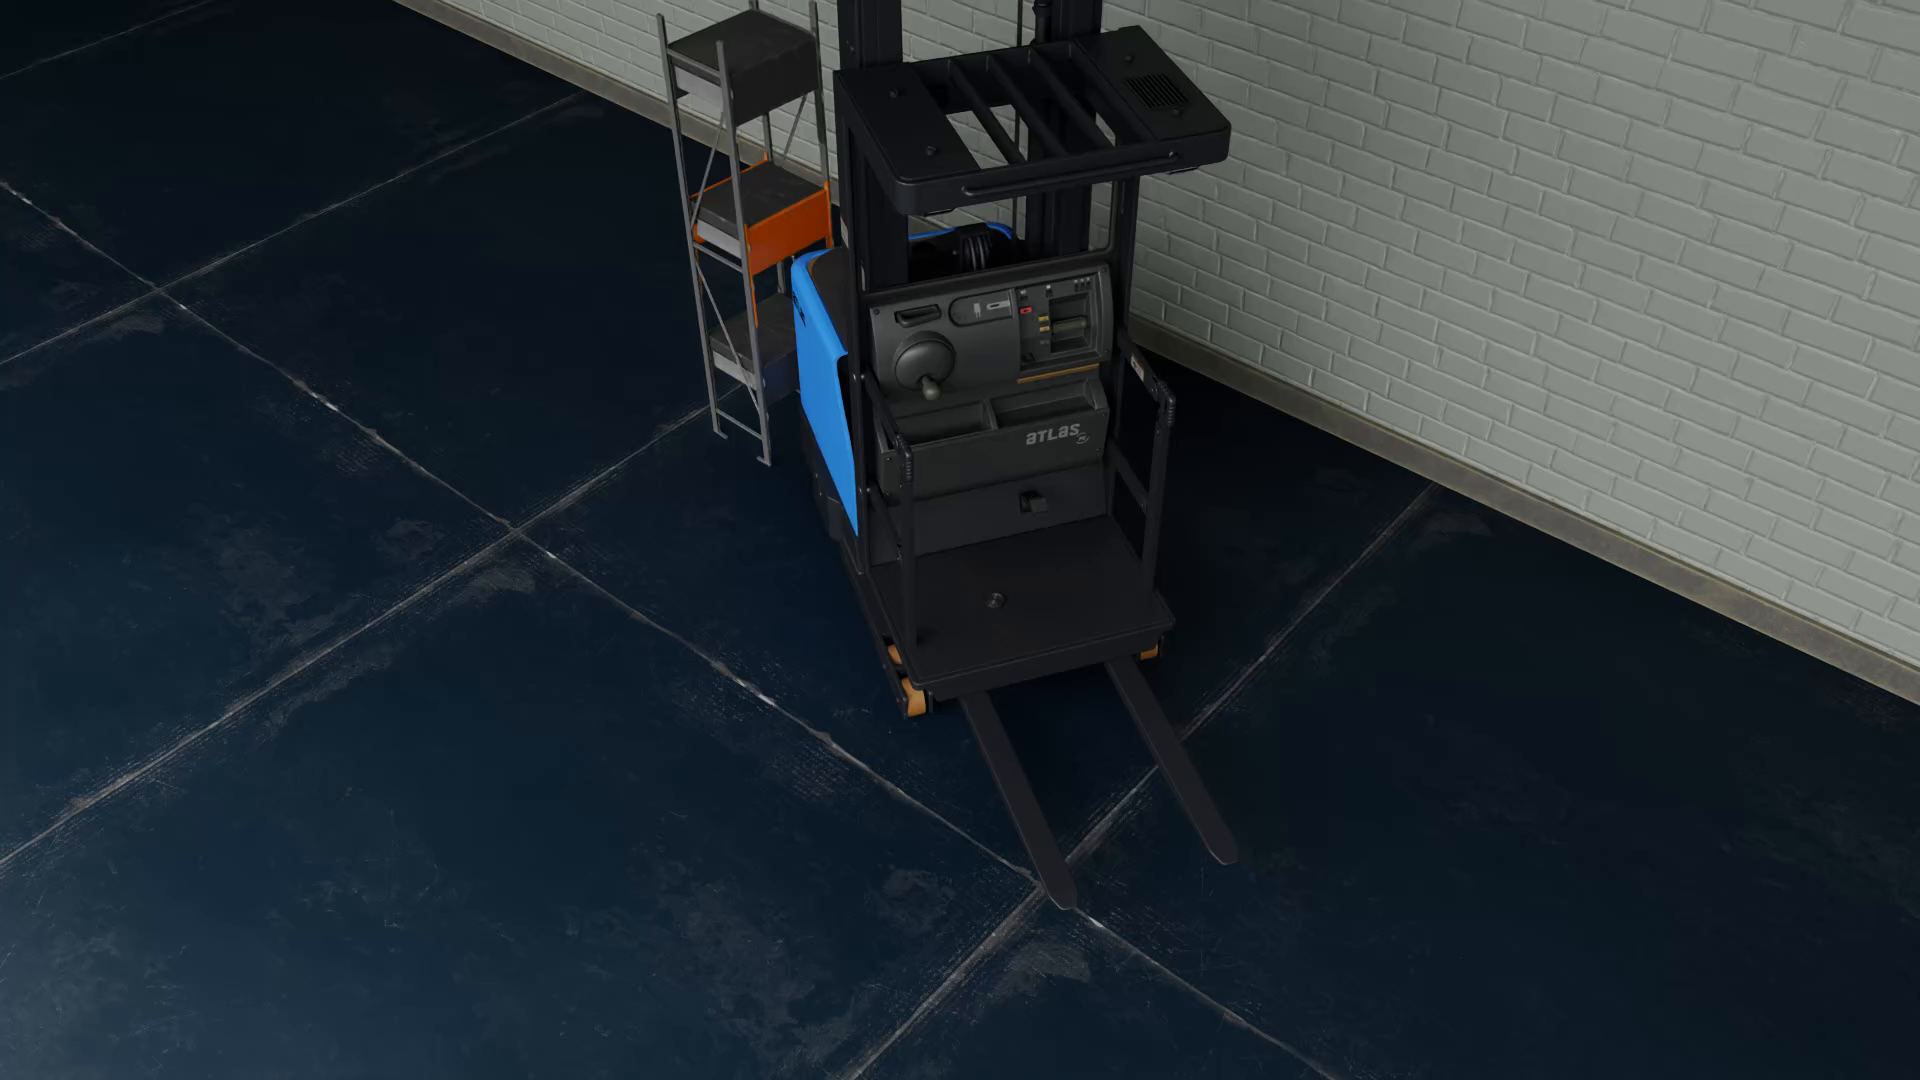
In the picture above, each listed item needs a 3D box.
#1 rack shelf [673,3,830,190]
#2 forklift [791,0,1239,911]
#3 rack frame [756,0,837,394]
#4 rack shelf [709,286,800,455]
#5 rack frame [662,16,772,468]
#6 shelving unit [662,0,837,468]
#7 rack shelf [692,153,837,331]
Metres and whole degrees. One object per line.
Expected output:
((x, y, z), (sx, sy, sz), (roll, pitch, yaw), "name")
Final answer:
((-0.867, -1.837, 6.872), (0.431, 0.518, 0.480), (32, 51, 30), "rack shelf")
((0.194, -0.687, 6.009), (1.130, 2.935, 3.031), (-12, 44, -13), "forklift")
((-0.700, -1.450, 7.466), (0.400, 2.100, 0.015), (32, 51, 30), "rack frame")
((-0.866, -0.802, 7.814), (0.431, 0.518, 0.480), (32, 51, 30), "rack shelf")
((-1.033, -1.210, 7.202), (0.400, 2.100, 0.015), (32, 51, 30), "rack frame")
((-0.867, -1.330, 7.334), (0.431, 2.100, 0.503), (32, 51, 30), "shelving unit")
((-0.867, -1.320, 7.343), (0.431, 0.518, 0.480), (32, 51, 30), "rack shelf")
